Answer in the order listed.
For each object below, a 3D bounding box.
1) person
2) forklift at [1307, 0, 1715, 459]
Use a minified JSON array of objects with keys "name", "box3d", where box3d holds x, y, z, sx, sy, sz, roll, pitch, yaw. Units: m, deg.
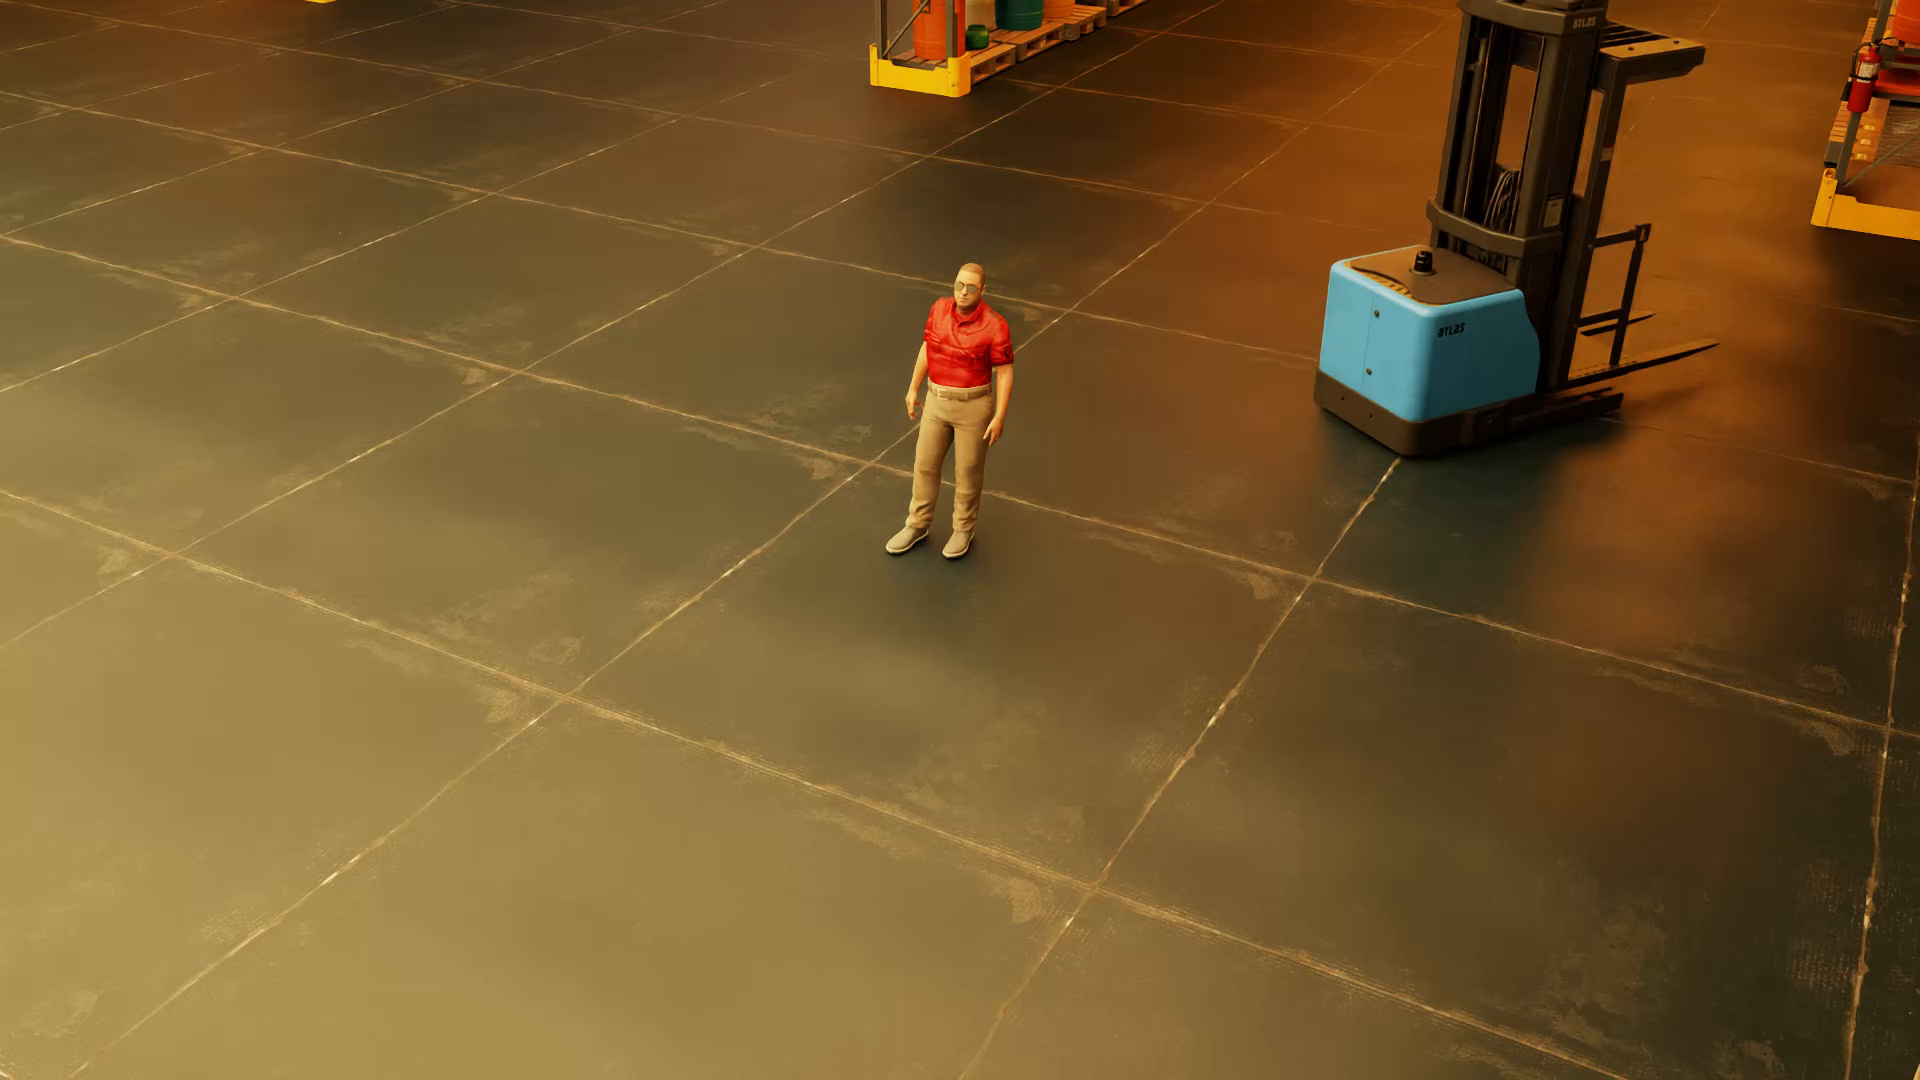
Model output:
[{"name":"person","box3d":[-0.054,-0.719,9.504,0.640,1.728,0.551,15,33,25]},{"name":"forklift","box3d":[3.959,-2.302,11.059,3.031,2.935,1.130,-14,33,-23]}]
